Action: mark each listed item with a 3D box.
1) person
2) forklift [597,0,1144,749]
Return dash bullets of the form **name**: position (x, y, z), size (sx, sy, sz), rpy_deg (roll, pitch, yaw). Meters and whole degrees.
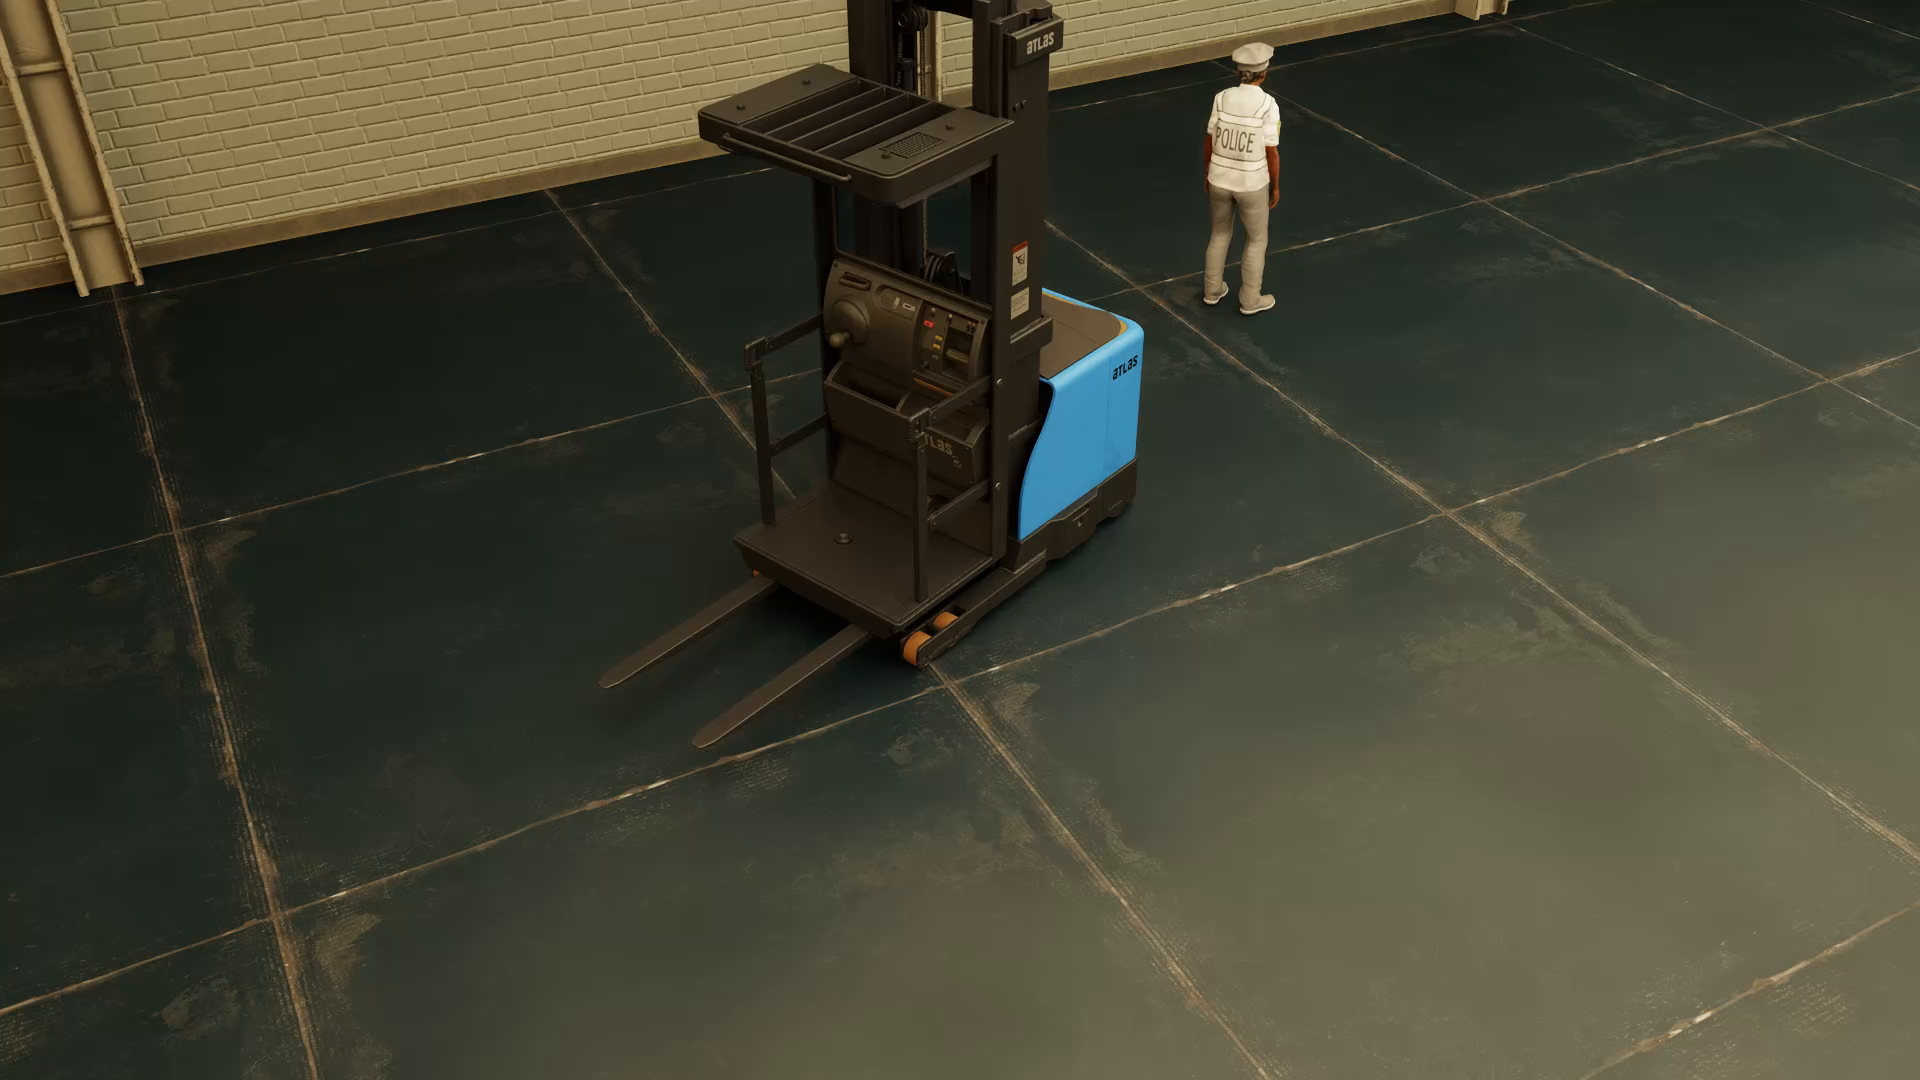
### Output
- **person**: position (1.762, -2.227, 10.374), size (0.532, 1.664, 0.391), rpy_deg (20, 40, 26)
- **forklift**: position (-0.390, -0.927, 7.434), size (1.130, 2.935, 3.031), rpy_deg (26, 43, 31)
